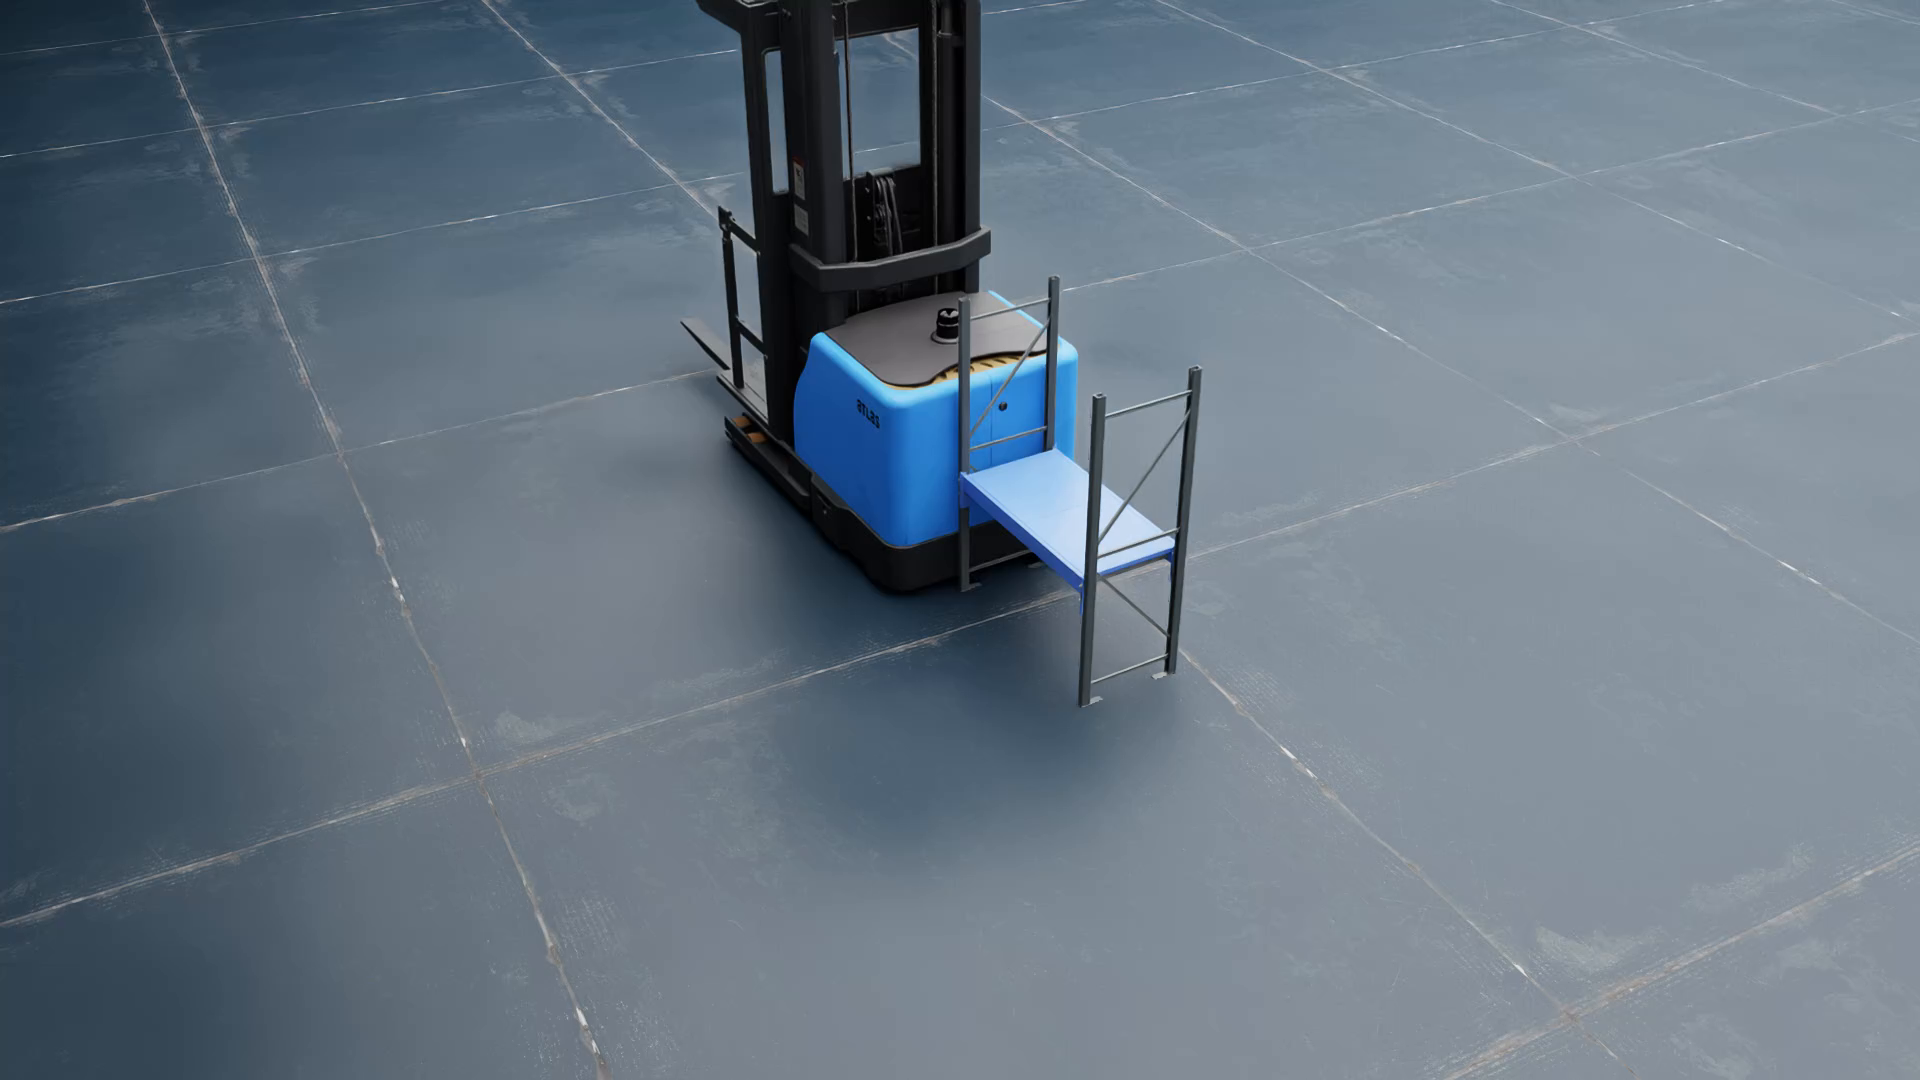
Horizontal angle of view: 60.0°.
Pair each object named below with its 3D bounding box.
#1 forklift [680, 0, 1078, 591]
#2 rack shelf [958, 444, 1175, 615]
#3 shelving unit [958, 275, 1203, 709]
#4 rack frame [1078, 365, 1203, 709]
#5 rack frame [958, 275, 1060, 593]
[{"bbox_3d":[-0.617,-1.762,8.283,1.130,2.935,3.031,-18,37,-25],"label":"forklift"},{"bbox_3d":[0.472,-0.068,7.299,0.538,0.185,1.000,-18,37,-25],"label":"rack shelf"},{"bbox_3d":[0.472,-0.219,7.202,0.538,1.500,1.048,-18,37,-25],"label":"shelving unit"},{"bbox_3d":[0.729,0.018,6.832,0.500,1.500,0.032,-18,37,-25],"label":"rack frame"},{"bbox_3d":[0.215,-0.456,7.571,0.500,1.500,0.032,-18,37,-25],"label":"rack frame"}]
